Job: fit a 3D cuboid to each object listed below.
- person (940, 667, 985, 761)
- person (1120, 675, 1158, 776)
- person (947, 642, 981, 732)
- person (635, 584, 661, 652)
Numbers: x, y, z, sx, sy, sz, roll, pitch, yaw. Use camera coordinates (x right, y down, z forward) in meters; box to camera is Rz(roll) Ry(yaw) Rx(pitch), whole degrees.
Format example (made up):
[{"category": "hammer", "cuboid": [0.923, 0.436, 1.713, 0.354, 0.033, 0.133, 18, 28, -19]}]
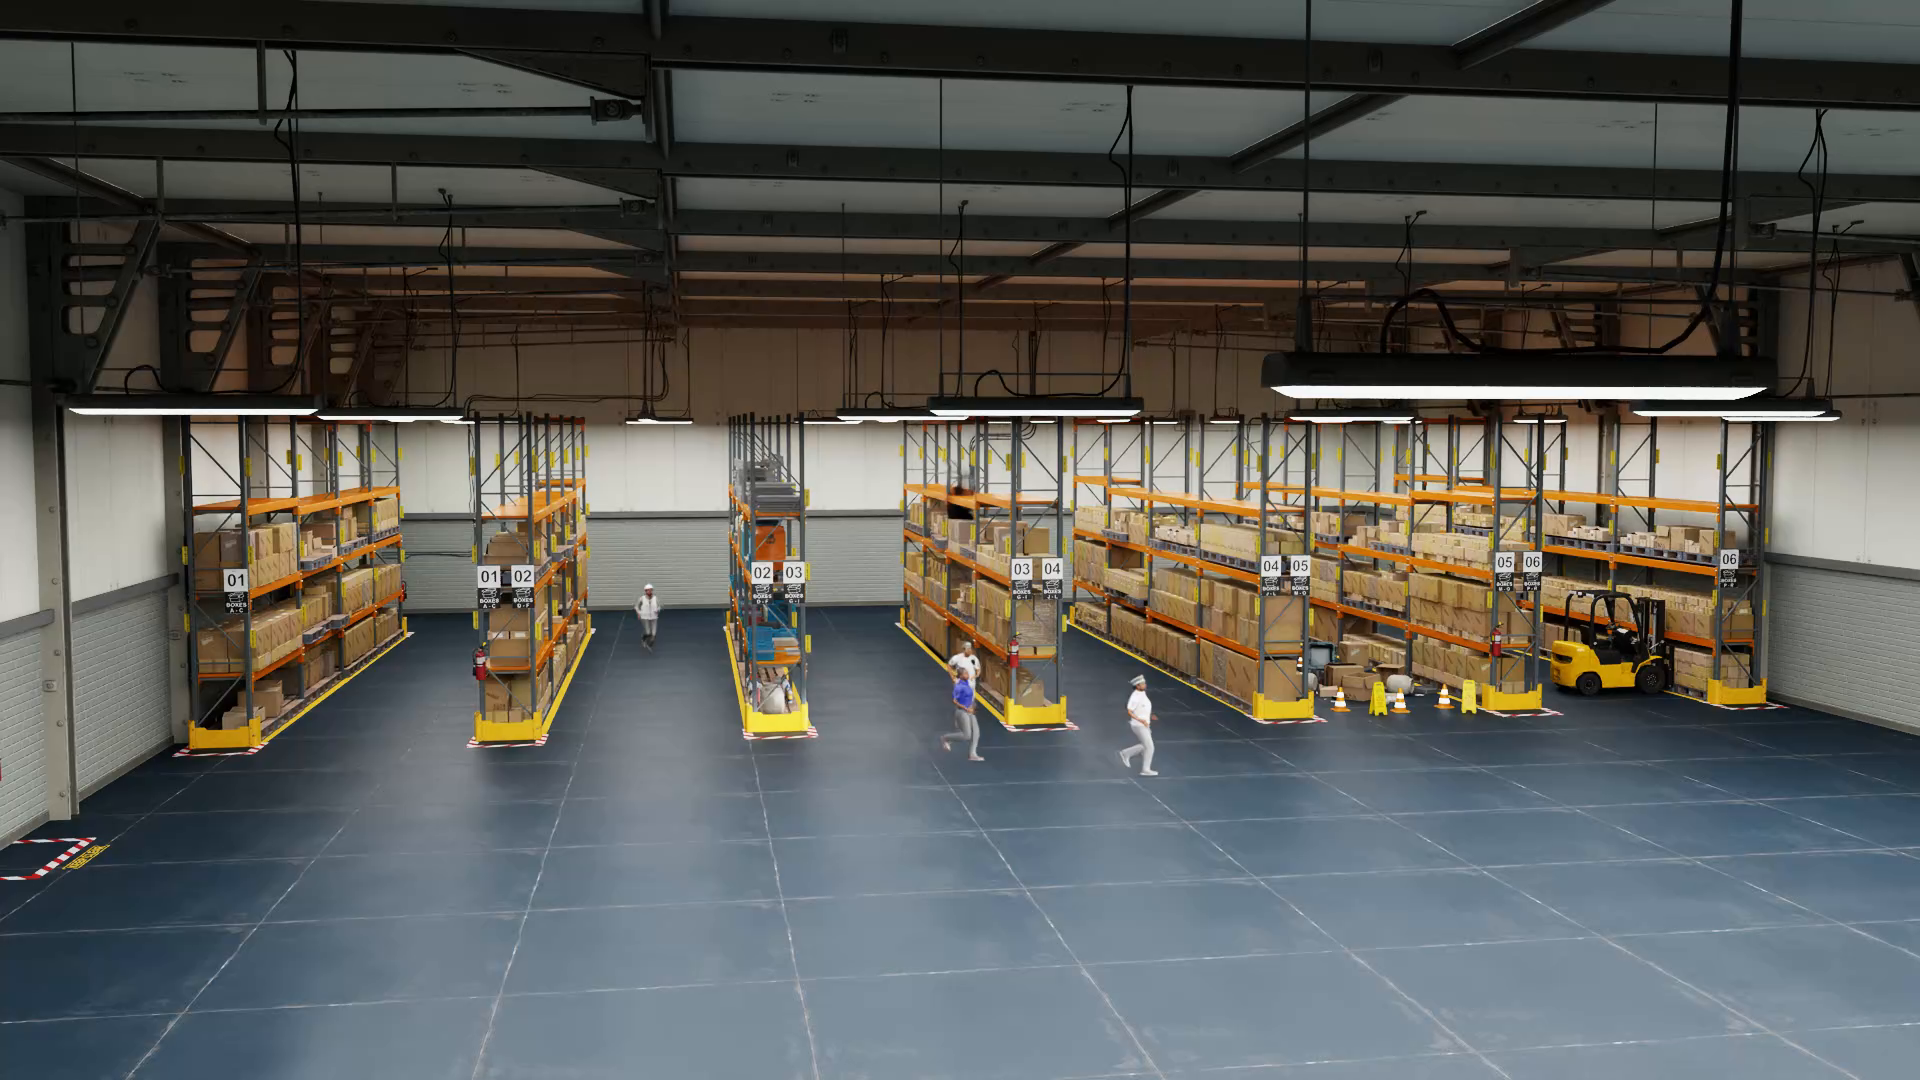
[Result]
[{"category": "person", "cuboid": [0.070, 2.984, 28.545, 0.773, 1.612, 0.593, 2, 4, 22]}, {"category": "person", "cuboid": [2.926, 3.034, 27.341, 0.678, 1.654, 0.579, 2, 4, 22]}, {"category": "person", "cuboid": [0.100, 2.771, 31.431, 0.609, 1.704, 0.735, -1, 4, -15]}, {"category": "person", "cuboid": [-7.876, 1.993, 42.162, 0.652, 1.728, 0.569, -2, 4, -25]}]
